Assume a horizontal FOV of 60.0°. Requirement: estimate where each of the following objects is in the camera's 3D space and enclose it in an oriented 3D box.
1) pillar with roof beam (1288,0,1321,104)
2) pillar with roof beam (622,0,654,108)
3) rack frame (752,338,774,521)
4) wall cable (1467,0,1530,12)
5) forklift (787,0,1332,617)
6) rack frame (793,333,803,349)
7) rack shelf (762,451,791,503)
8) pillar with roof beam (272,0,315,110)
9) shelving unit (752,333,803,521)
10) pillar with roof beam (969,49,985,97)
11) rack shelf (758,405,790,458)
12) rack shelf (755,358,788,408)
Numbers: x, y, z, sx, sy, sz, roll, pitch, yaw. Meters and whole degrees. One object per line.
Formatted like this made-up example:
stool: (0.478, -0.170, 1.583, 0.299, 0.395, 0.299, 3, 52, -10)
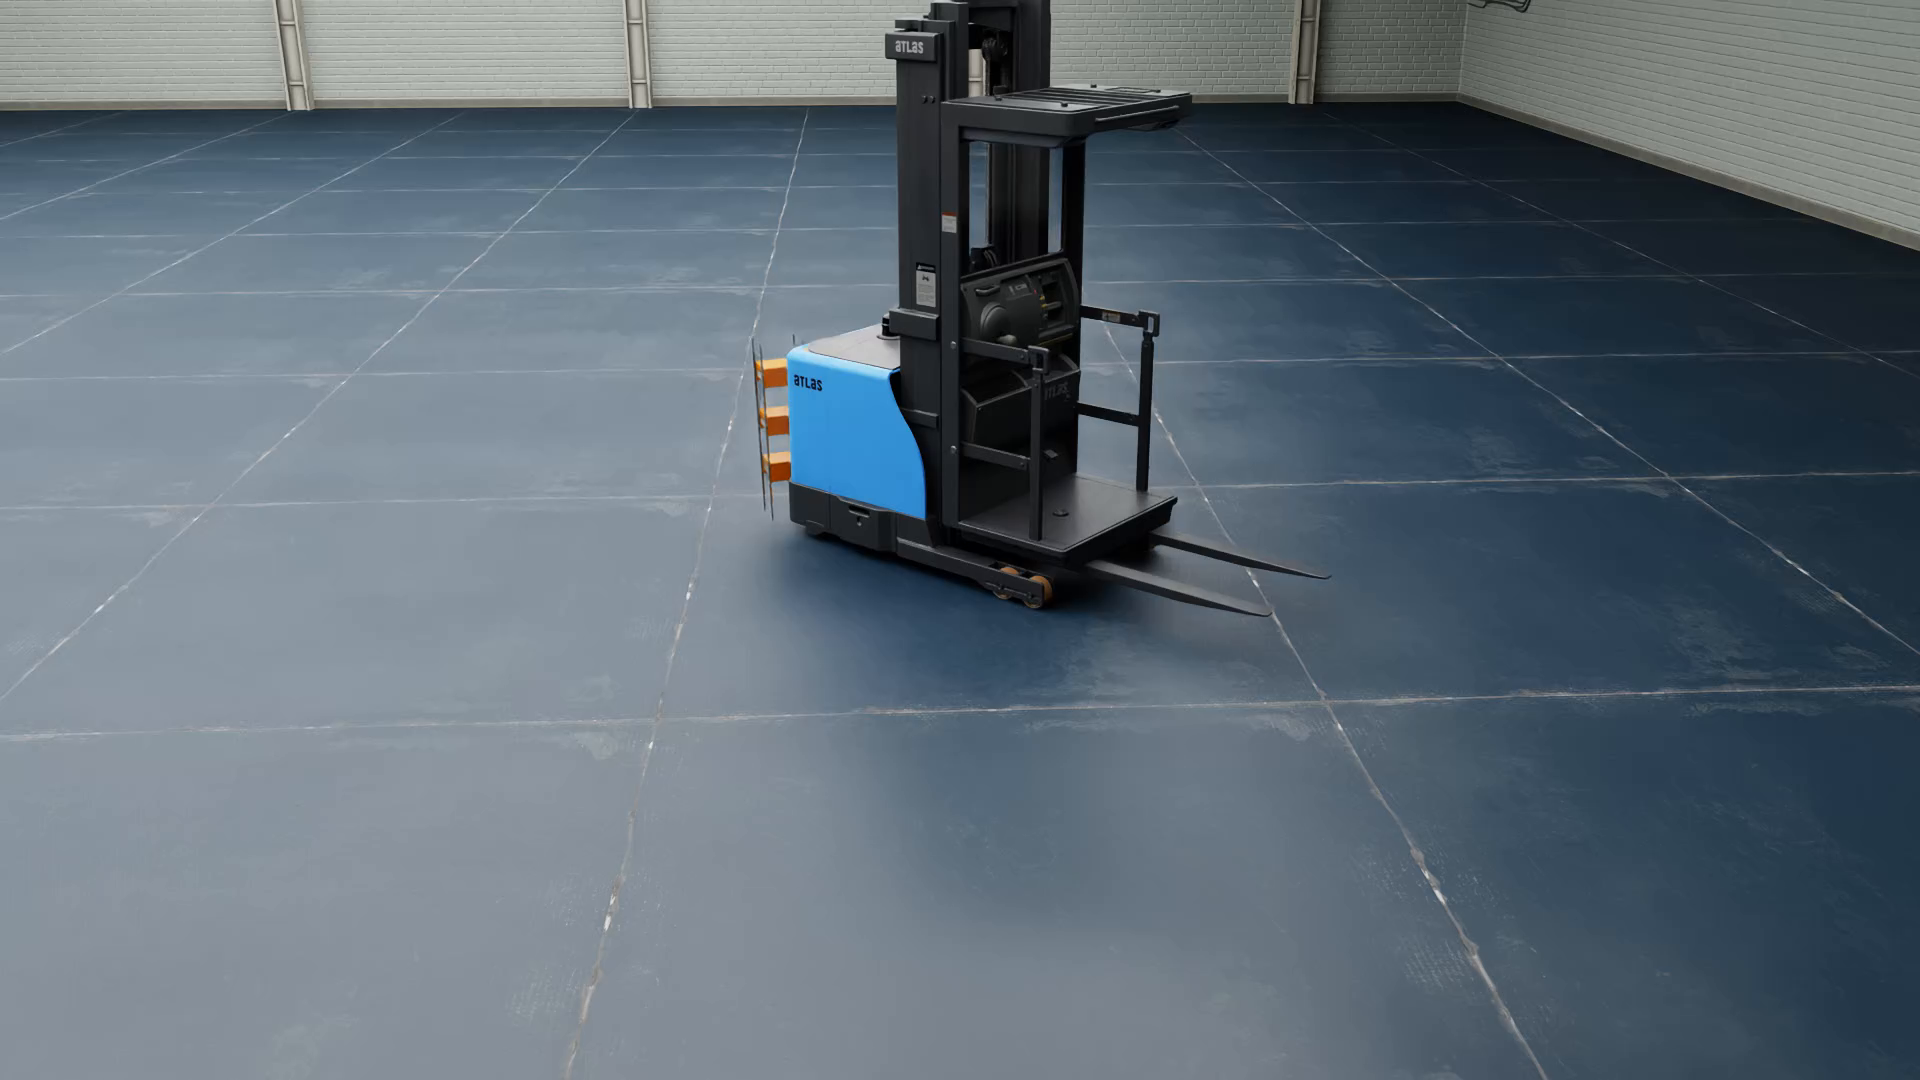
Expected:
pillar with roof beam: (6.501, -10.704, 24.925, 0.400, 9.000, 9.100, -1, 21, -3)
pillar with roof beam: (-5.480, -10.460, 24.285, 0.400, 9.000, 9.100, -1, 21, -3)
rack frame: (-1.145, -0.637, 9.647, 0.008, 1.050, 0.200, -9, 21, -19)
wall cable: (9.271, -10.372, 28.417, 0.112, 2.526, 3.097, -1, 21, -3)
forklift: (0.486, -1.231, 8.572, 3.031, 2.935, 1.130, 16, 26, 36)
rack frame: (-0.917, -0.673, 9.727, 0.008, 1.050, 0.200, -9, 21, -19)
rack shelf: (-1.022, -0.384, 9.784, 0.240, 0.259, 0.215, -9, 21, -19)
pillar with roof beam: (-11.470, -10.338, 23.965, 0.400, 9.000, 9.100, -1, 21, -3)
shelving unit: (-1.031, -0.655, 9.687, 0.252, 1.050, 0.215, -9, 21, -19)
pillar with roof beam: (0.510, -10.582, 24.605, 0.400, 9.000, 9.100, -1, 21, -3)
rack shelf: (-1.030, -0.645, 9.690, 0.240, 0.259, 0.215, -9, 21, -19)
rack shelf: (-1.039, -0.912, 9.595, 0.240, 0.259, 0.215, -9, 21, -19)
